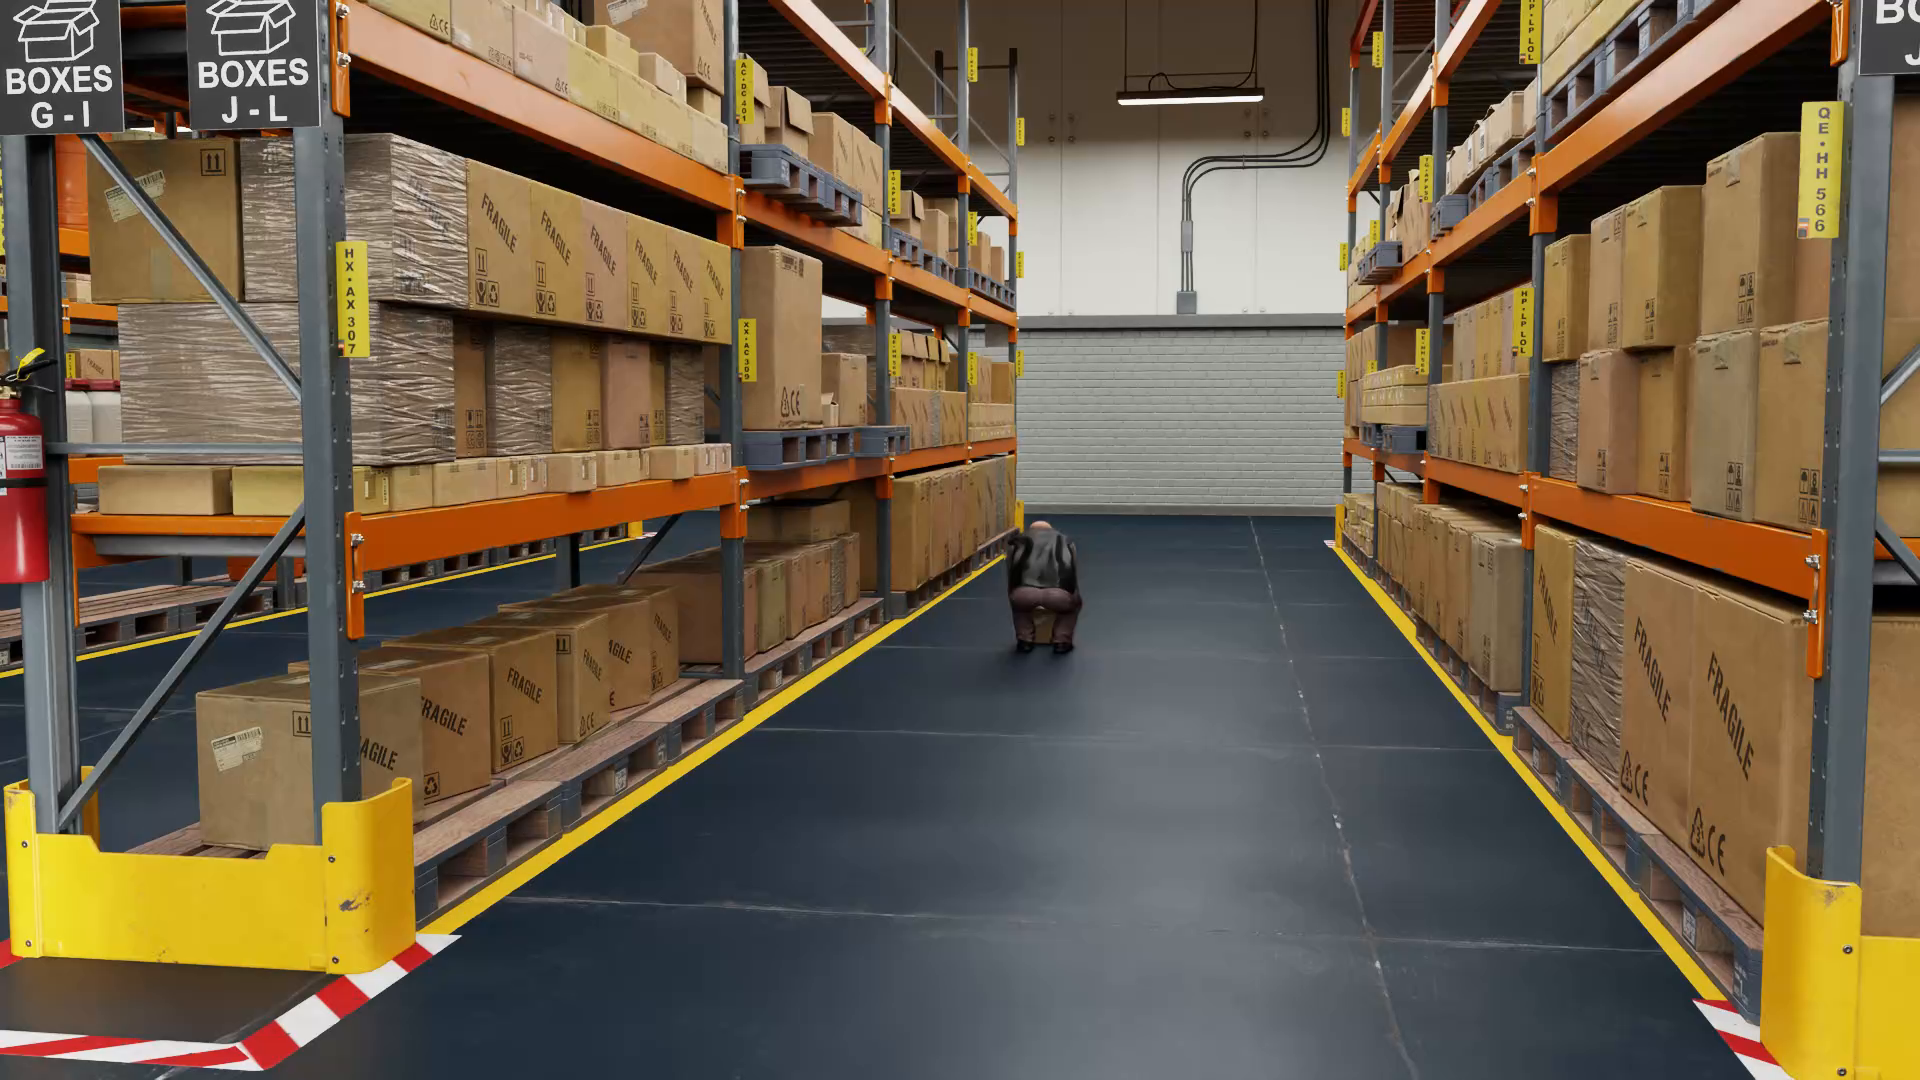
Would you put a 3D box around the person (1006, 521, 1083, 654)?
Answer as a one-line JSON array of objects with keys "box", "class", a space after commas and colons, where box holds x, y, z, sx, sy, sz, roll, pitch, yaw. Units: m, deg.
[{"box": [0.565, 0.328, 11.360, 0.534, 0.834, 0.871, 1, 4, 9], "class": "person"}]
